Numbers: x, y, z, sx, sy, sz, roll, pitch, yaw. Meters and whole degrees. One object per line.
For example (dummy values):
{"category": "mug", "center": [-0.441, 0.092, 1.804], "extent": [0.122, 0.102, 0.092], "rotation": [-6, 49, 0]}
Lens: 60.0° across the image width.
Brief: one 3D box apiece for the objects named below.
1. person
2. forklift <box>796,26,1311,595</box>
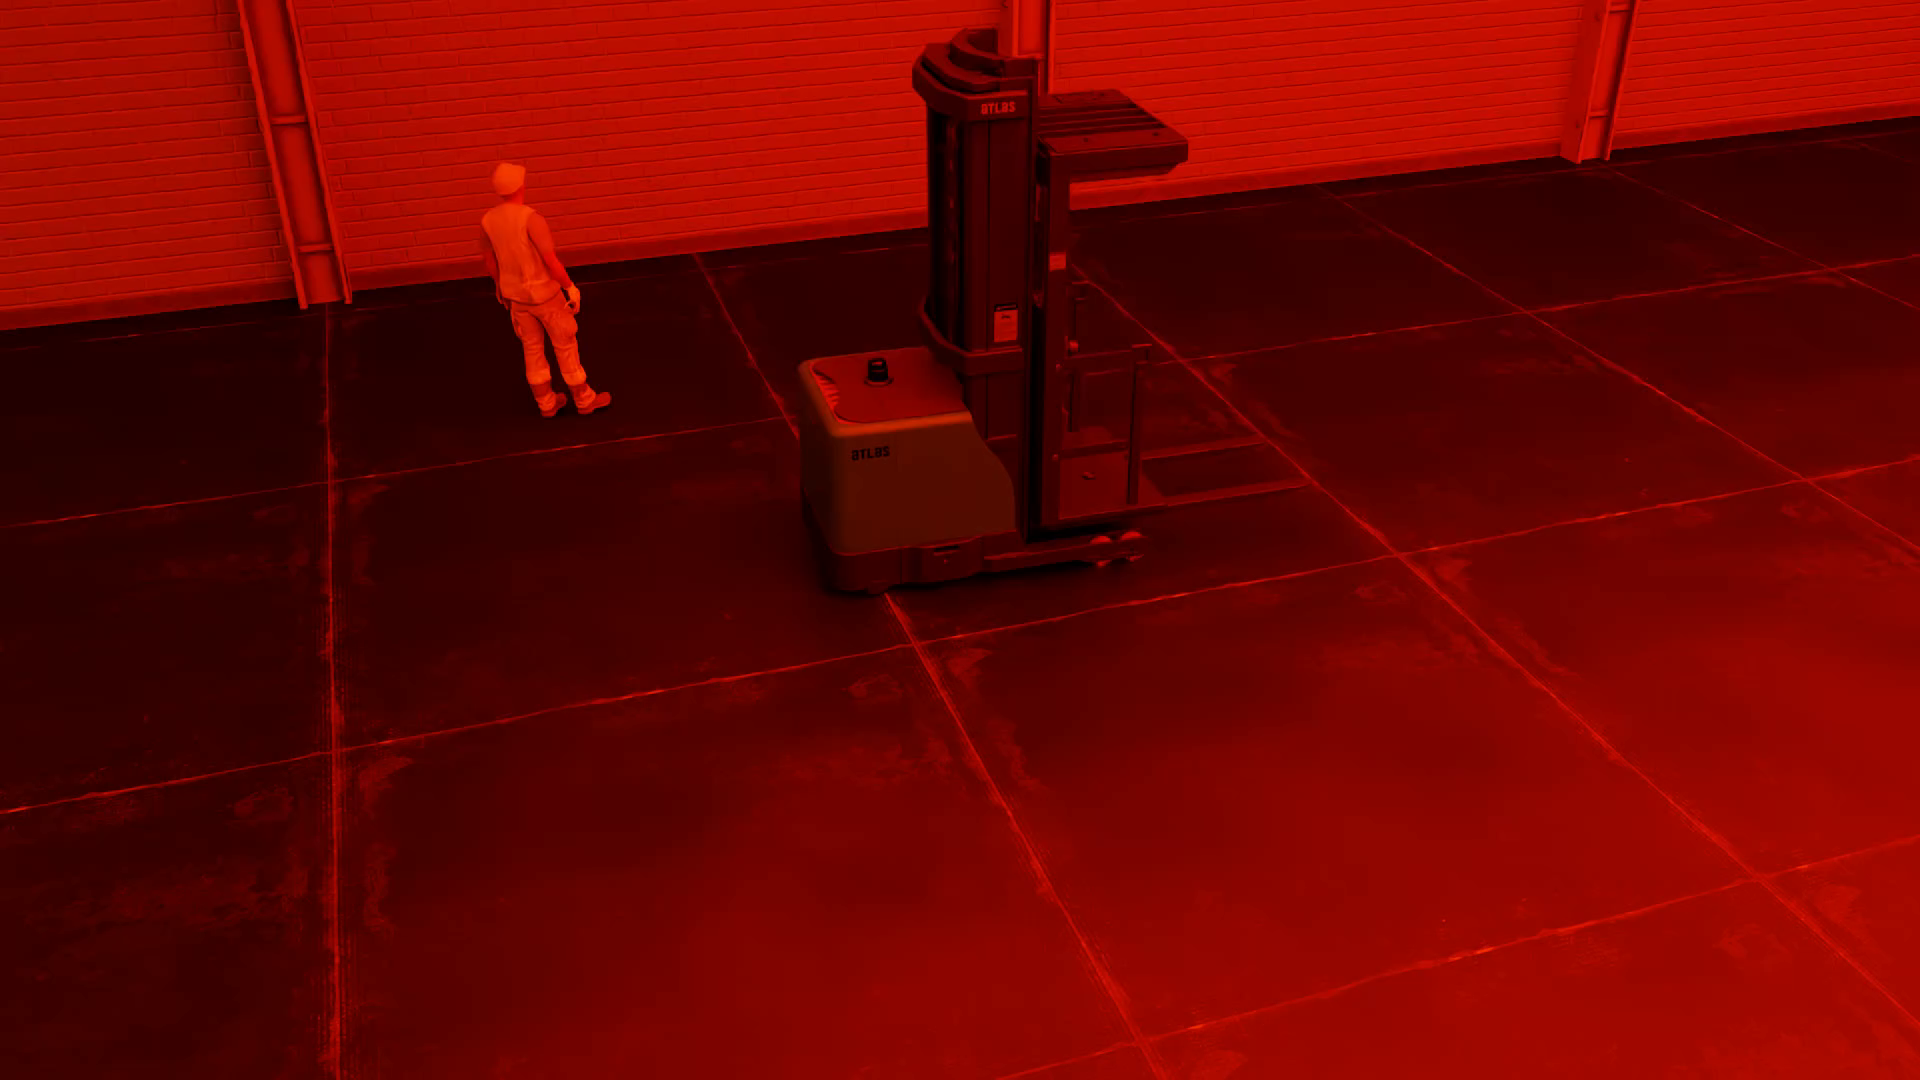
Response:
{"category": "person", "center": [-2.805, -1.681, 11.141], "extent": [0.643, 1.789, 0.565], "rotation": [11, 32, 19]}
{"category": "forklift", "center": [0.606, -1.369, 9.466], "extent": [3.031, 2.935, 1.130], "rotation": [-8, 31, -14]}
